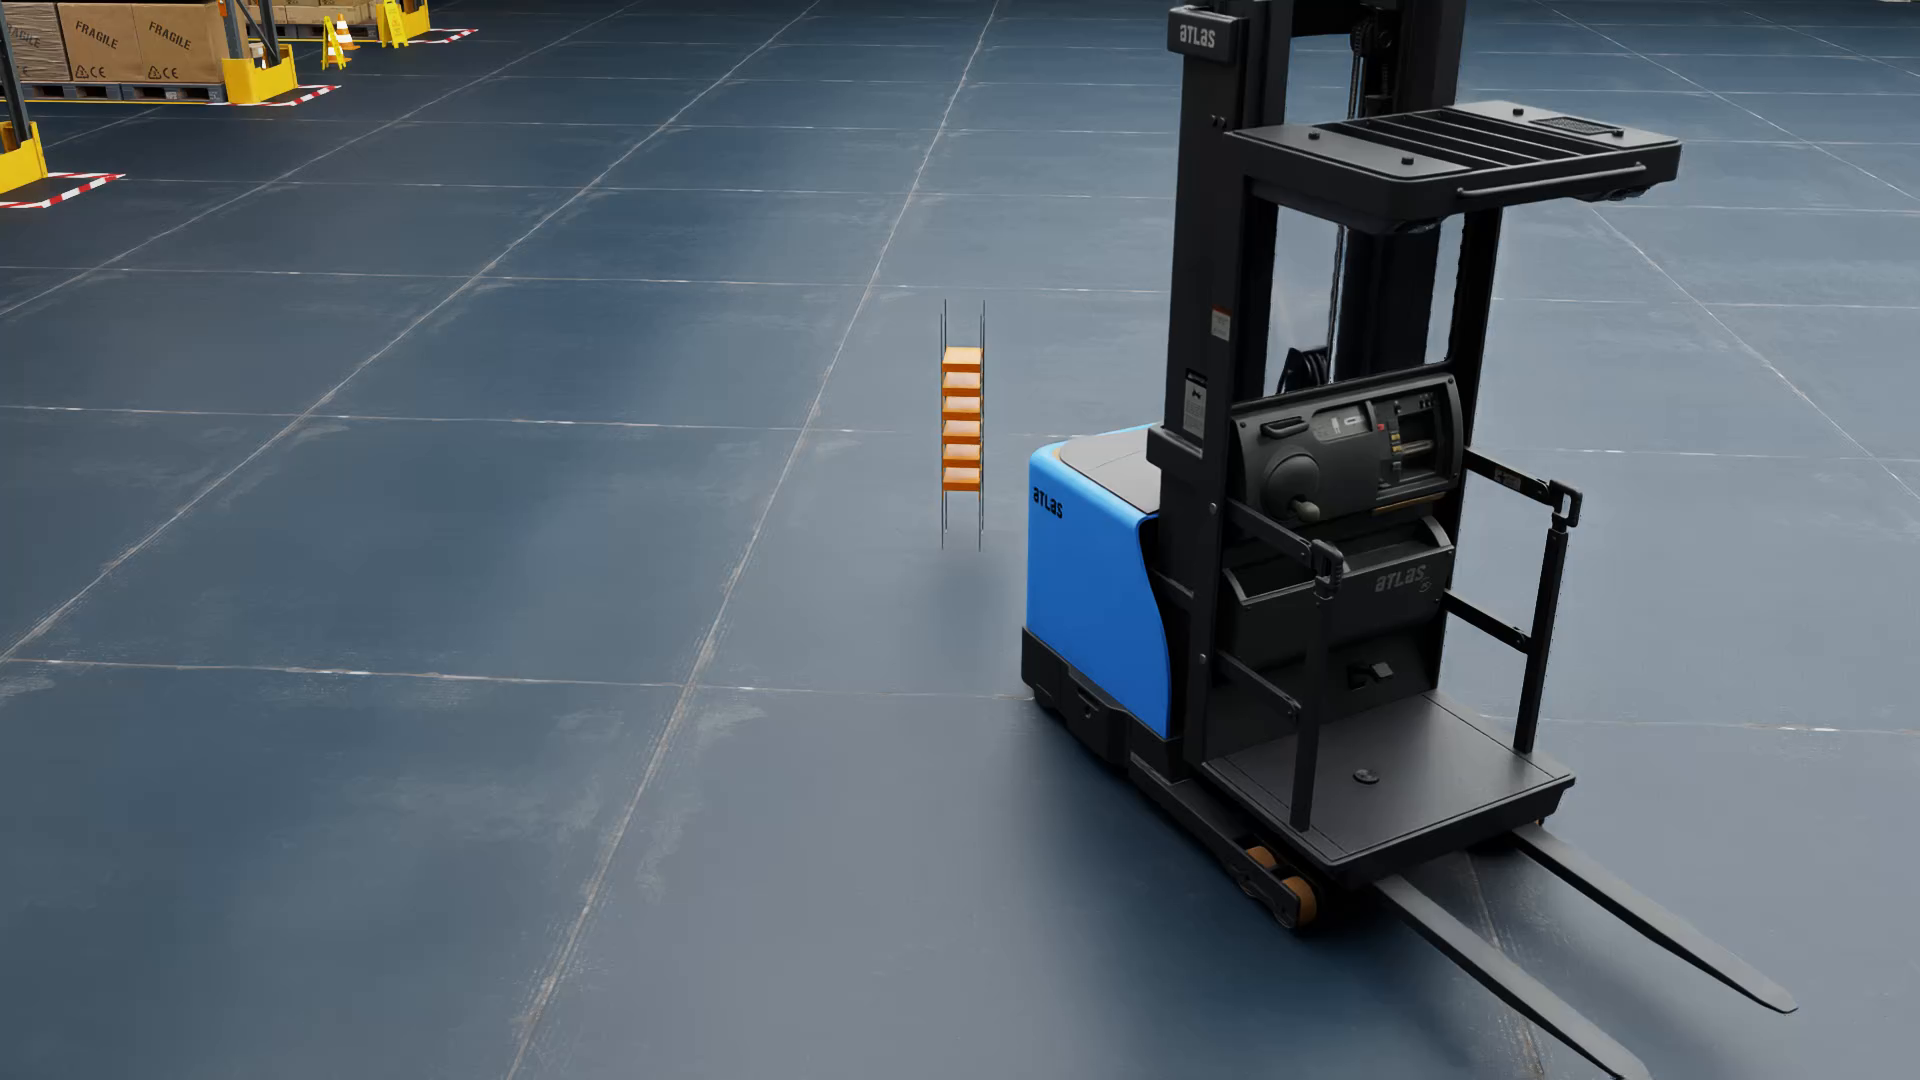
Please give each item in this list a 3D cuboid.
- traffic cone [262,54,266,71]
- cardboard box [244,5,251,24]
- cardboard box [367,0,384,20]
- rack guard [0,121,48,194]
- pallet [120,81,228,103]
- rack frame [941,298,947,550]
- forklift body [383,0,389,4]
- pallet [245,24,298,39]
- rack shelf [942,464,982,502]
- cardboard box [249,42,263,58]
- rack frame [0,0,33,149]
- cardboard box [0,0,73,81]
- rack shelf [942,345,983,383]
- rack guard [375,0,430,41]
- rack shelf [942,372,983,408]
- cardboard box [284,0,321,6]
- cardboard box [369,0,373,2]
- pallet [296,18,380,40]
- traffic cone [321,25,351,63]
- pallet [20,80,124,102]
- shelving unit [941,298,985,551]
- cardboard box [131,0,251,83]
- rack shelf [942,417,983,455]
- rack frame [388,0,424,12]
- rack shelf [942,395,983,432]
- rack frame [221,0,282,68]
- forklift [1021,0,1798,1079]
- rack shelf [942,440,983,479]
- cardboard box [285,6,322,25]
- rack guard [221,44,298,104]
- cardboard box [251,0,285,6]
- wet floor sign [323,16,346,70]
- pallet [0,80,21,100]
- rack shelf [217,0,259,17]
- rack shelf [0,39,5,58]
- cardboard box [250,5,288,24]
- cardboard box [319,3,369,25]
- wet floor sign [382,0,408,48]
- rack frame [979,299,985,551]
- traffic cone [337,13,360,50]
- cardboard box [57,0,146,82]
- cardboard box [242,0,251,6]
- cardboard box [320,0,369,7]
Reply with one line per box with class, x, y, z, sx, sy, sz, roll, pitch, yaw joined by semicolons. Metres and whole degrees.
traffic cone;-8.698;-6.100;20.953;0.334;0.463;0.336;2;25;4
cardboard box;-10.357;-7.620;24.009;0.500;0.250;0.500;2;25;3
cardboard box;-8.782;-7.793;24.384;0.500;0.250;0.500;2;25;4
rack guard;-8.833;-3.447;15.142;0.348;0.500;1.175;2;25;4
pallet;-9.080;-5.370;19.668;1.213;0.211;1.003;2;25;4
rack frame;-0.077;-0.548;8.005;0.006;1.200;0.240;2;25;4
forklift body;-9.653;-9.694;26.744;1.214;2.155;2.313;2;25;4
pallet;-10.095;-7.527;24.355;1.213;0.211;1.003;2;25;4
rack shelf;0.014;-0.286;8.117;0.180;0.103;0.258;2;25;4
cardboard box;-9.460;-6.615;22.448;0.250;0.149;0.380;16;29;31
rack frame;-8.757;-4.580;14.614;0.127;3.000;1.000;2;25;4
cardboard box;-10.744;-5.921;19.568;0.875;0.875;0.875;2;25;4
rack shelf;0.014;-0.831;7.866;0.180;0.103;0.258;2;25;4
rack guard;-8.075;-7.577;24.118;0.348;0.500;1.175;2;25;4
rack shelf;0.014;-0.722;7.916;0.180;0.103;0.258;2;25;4
cardboard box;-9.338;-7.925;23.774;0.500;0.500;0.500;3;25;6
cardboard box;-8.806;-8.134;24.229;0.500;0.500;0.500;1;25;2
pallet;-8.882;-7.486;24.267;1.213;0.211;1.003;2;25;4
traffic cone;-8.272;-6.560;21.953;0.334;0.463;0.336;2;25;4
pallet;-10.293;-5.410;19.755;1.213;0.211;1.003;2;25;4
shelving unit;0.014;-0.545;7.998;0.189;1.200;0.258;2;25;4
cardboard box;-8.958;-5.863;19.444;0.875;0.875;0.875;2;25;4
rack shelf;0.014;-0.504;8.017;0.180;0.103;0.258;2;25;4
rack frame;-7.999;-8.710;23.591;0.127;3.000;1.000;2;25;4
rack shelf;0.014;-0.613;7.967;0.180;0.103;0.258;2;25;4
rack frame;-8.277;-6.644;19.100;0.127;3.000;1.000;2;25;4
forklift;1.401;-0.271;5.334;1.130;2.935;3.031;-13;28;-26
rack shelf;0.014;-0.395;8.067;0.180;0.103;0.258;2;25;4
cardboard box;-9.341;-7.585;23.933;0.500;0.250;0.500;2;25;4
rack guard;-8.253;-5.507;19.621;0.348;0.500;1.175;2;25;4
cardboard box;-9.841;-7.944;23.815;0.500;0.500;0.500;1;25;3
wet floor sign;-8.097;-6.398;21.384;0.232;0.644;0.267;-2;25;-5
pallet;-11.513;-5.448;19.837;1.213;0.211;1.003;2;25;4
rack shelf;-10.271;-6.381;19.389;4.000;0.370;1.077;2;25;4
rack shelf;-10.752;-4.317;14.904;4.000;0.370;1.077;2;25;4
cardboard box;-9.863;-7.600;23.965;0.500;0.250;0.500;1;25;2
cardboard box;-8.849;-7.566;23.892;0.500;0.250;0.500;2;25;4
wet floor sign;-7.891;-7.188;23.100;0.232;0.644;0.267;11;27;22
rack frame;0.106;-0.542;7.992;0.006;1.200;0.240;2;25;4
traffic cone;-8.526;-7.034;22.982;0.334;0.463;0.336;2;25;4
cardboard box;-9.836;-5.891;19.503;0.875;0.875;0.875;1;25;3
cardboard box;-10.368;-7.959;23.849;0.500;0.500;0.500;3;25;7
cardboard box;-8.818;-7.909;23.740;0.500;0.500;0.500;2;25;4
